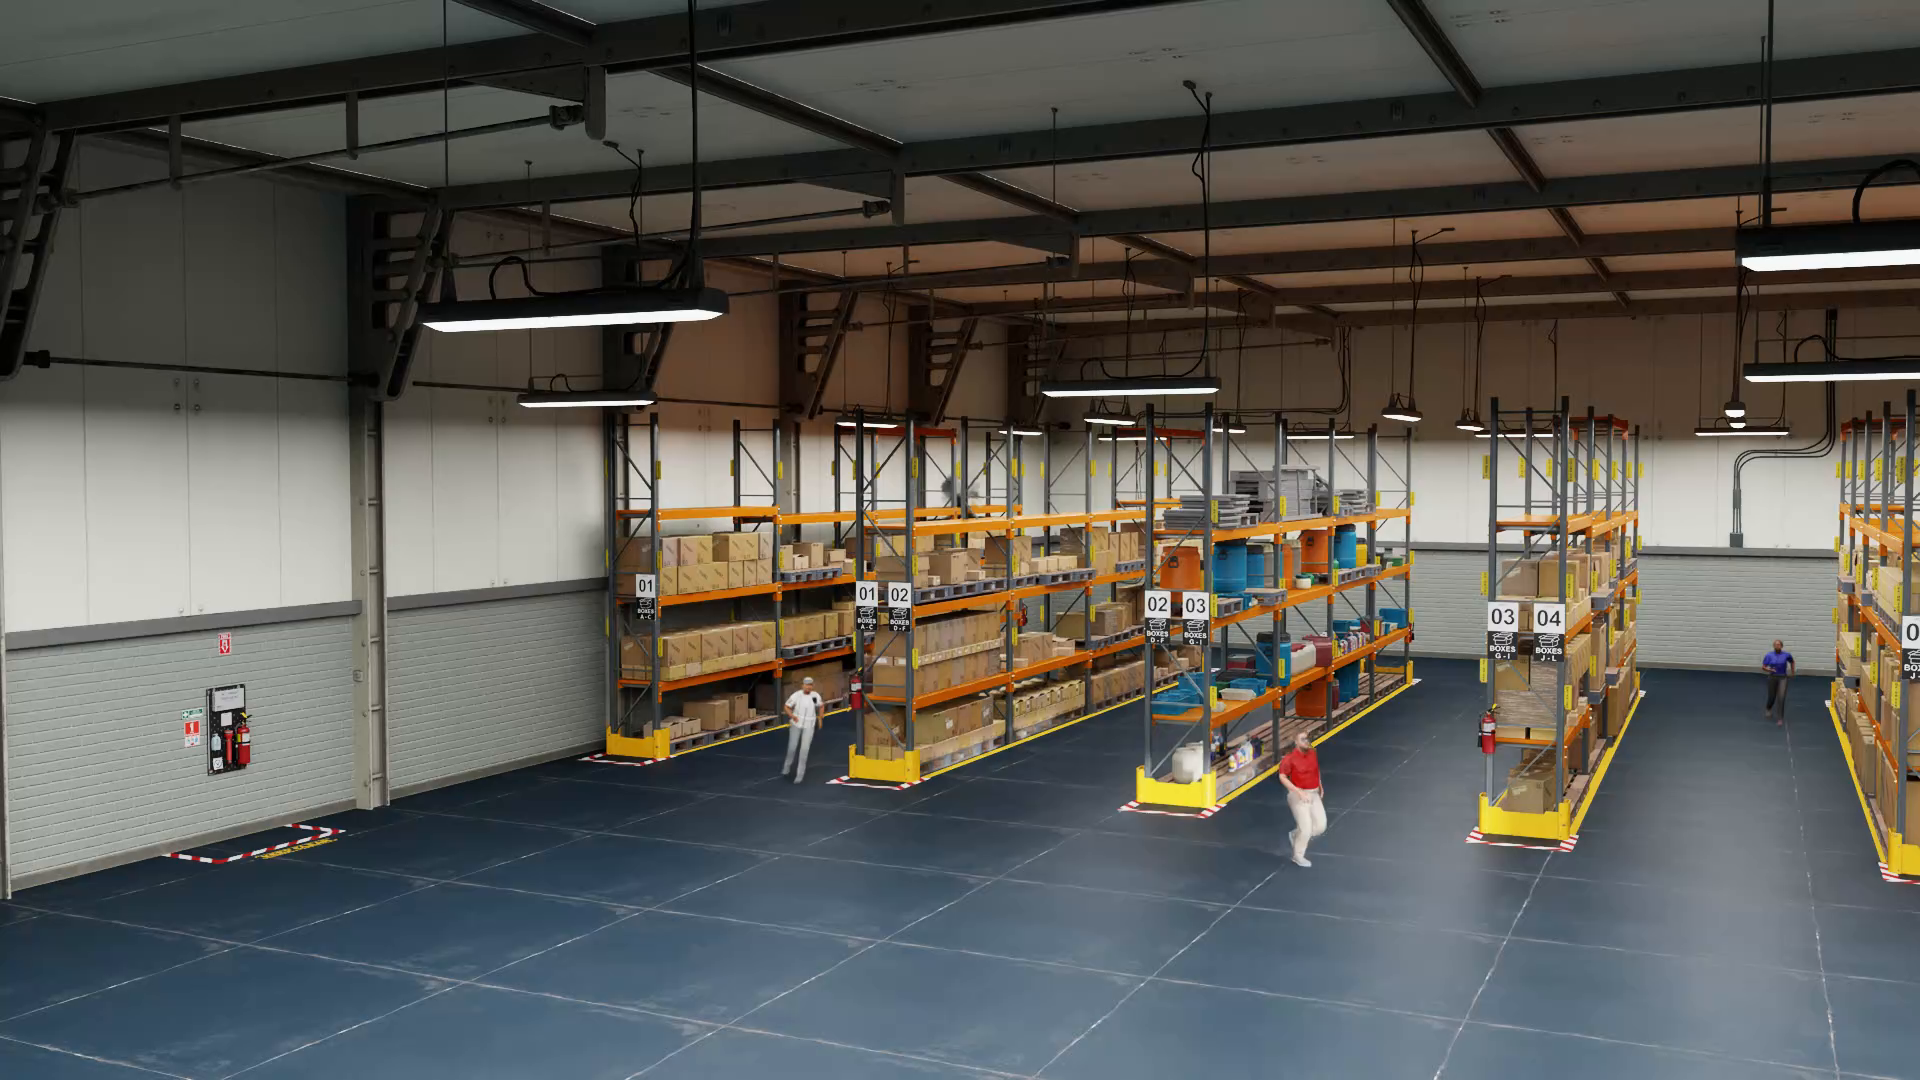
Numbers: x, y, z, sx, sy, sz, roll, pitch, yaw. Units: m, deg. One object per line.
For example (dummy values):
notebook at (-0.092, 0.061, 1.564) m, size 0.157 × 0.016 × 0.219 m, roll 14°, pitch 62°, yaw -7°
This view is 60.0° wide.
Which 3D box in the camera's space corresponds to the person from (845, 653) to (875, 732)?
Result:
person at (-1.731, 2.887, 29.629) m, size 0.706 × 1.725 × 0.604 m, roll 1°, pitch 3°, yaw 23°

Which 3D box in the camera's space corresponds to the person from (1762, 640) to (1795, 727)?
person at (16.163, 2.798, 32.857) m, size 0.588 × 1.673 × 0.934 m, roll 1°, pitch 3°, yaw 25°

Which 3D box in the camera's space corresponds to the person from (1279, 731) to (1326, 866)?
person at (4.361, 3.275, 21.139) m, size 0.666 × 1.694 × 0.550 m, roll -1°, pitch 3°, yaw -32°

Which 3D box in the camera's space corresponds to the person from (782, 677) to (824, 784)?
person at (-2.539, 3.044, 26.904) m, size 0.697 × 1.662 × 0.910 m, roll 0°, pitch 2°, yaw -6°
